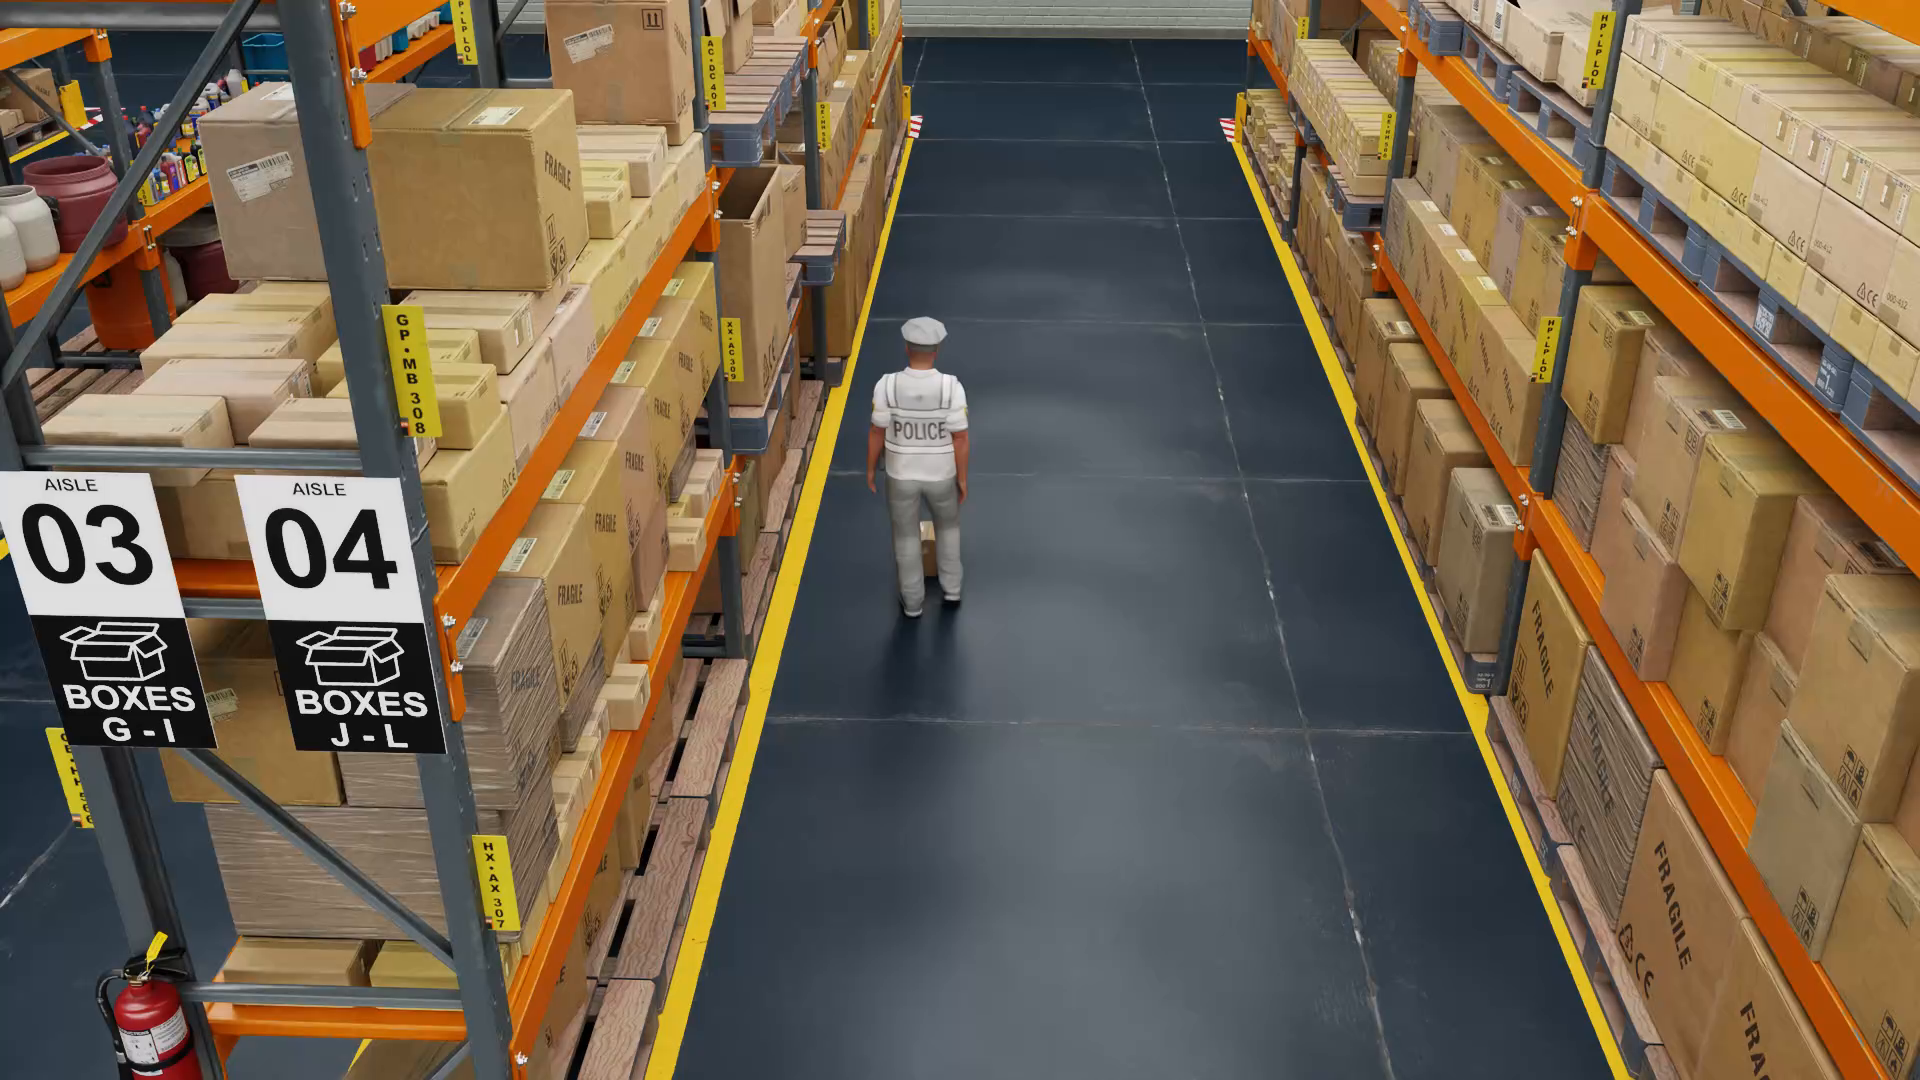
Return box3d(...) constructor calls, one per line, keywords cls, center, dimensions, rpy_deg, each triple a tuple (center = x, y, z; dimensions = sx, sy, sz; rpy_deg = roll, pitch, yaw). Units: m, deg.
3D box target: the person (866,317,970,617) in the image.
box3d(cls="person", center=(-0.242, -0.383, 9.386), dimensions=(0.575, 1.823, 0.511), rpy_deg=(-1, 28, -3))
